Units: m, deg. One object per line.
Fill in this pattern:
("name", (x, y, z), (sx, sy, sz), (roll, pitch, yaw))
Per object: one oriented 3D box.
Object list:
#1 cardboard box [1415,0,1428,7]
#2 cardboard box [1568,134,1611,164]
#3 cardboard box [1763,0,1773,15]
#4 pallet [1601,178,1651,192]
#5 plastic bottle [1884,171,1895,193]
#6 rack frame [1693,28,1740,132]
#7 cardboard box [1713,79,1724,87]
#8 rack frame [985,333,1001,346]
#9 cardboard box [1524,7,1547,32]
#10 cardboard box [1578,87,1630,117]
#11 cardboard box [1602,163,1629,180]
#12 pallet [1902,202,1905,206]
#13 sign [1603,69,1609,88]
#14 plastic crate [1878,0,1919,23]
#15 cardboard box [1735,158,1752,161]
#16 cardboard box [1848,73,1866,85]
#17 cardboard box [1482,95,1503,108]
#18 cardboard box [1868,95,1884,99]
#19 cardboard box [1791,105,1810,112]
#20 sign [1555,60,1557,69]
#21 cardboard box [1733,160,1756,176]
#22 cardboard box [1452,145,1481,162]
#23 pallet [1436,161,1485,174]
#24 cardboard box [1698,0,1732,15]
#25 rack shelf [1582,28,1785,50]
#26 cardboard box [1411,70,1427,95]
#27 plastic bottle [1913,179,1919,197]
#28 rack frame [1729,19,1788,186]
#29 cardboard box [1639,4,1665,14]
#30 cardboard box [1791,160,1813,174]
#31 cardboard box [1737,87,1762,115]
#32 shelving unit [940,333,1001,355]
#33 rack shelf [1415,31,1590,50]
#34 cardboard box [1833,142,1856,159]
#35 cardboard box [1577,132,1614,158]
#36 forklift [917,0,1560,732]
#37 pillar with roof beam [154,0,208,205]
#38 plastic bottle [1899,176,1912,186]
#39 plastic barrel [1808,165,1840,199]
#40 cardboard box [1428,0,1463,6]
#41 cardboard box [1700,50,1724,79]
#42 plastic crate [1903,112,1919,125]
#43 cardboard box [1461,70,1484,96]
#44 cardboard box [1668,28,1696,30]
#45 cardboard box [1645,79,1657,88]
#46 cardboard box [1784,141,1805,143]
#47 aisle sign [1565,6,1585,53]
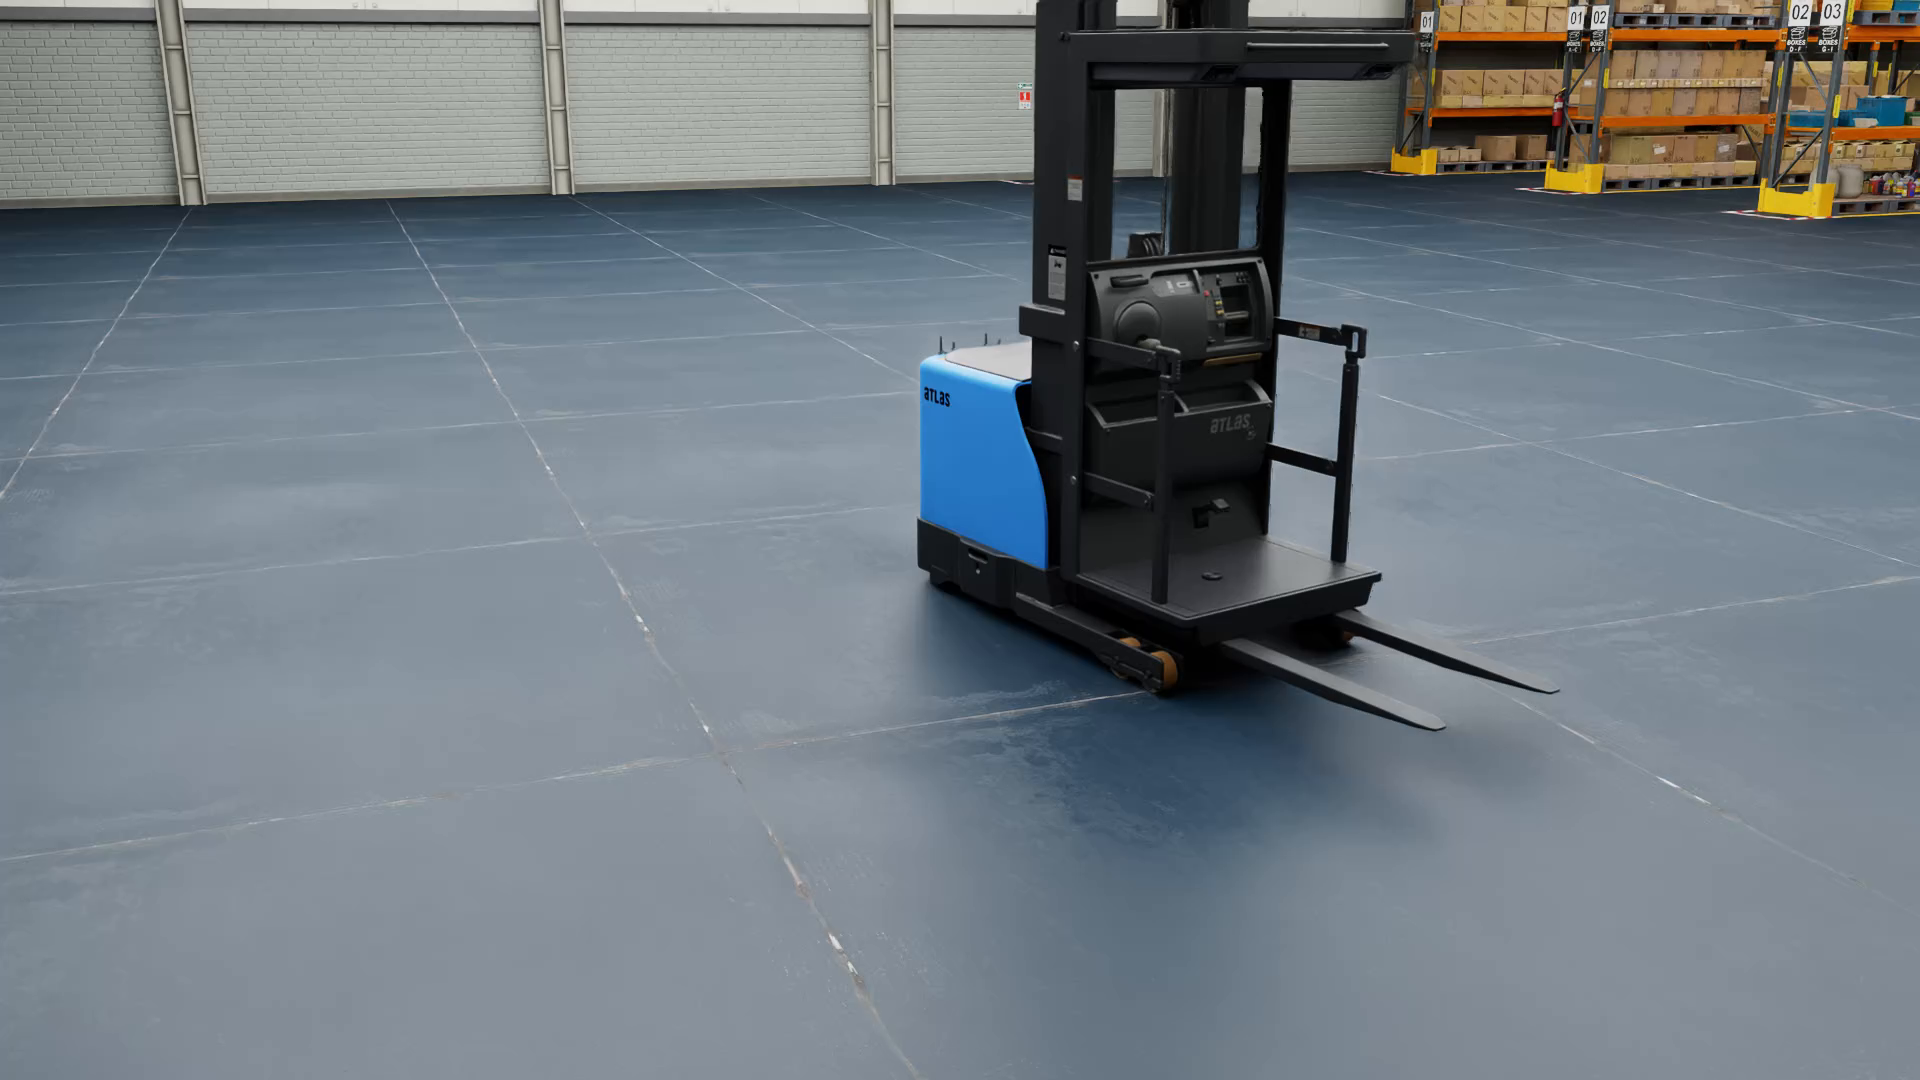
("cardboard box", (9.706, -11.204, 34.118), (0.500, 0.500, 0.500), (-5, 17, -18))
("cardboard box", (11.567, -7.187, 30.552), (0.500, 0.500, 0.500), (-6, 17, -20))
("cardboard box", (17.775, -11.752, 37.011), (0.500, 0.500, 0.700), (-7, 18, -23))
("pallet", (11.872, -6.563, 30.572), (1.213, 0.211, 1.003), (-6, 17, -20))
("plastic bottle", (15.028, -5.799, 26.944), (0.185, 0.351, 0.144), (-5, 17, -18))
("rack frame", (16.867, -9.922, 37.062), (0.127, 3.000, 1.000), (-6, 17, -20))
("cardboard box", (13.780, -8.389, 30.513), (0.250, 0.149, 0.380), (-6, 17, -20))
("rack frame", (0.164, -0.521, 8.511), (0.008, 1.050, 0.200), (-6, 17, -20))
("cardboard box", (11.768, -10.786, 34.468), (0.500, 0.500, 0.500), (-7, 18, -22))
("cardboard box", (11.613, -7.904, 30.013), (0.500, 0.500, 0.700), (-6, 17, -20))
("cardboard box", (11.753, -6.690, 30.192), (0.500, 0.250, 0.500), (-6, 17, -20))
("pallet", (16.035, -5.517, 27.012), (1.213, 0.211, 1.003), (-6, 17, -20))
("sign", (11.366, -8.119, 29.246), (0.005, 0.325, 0.100), (-6, 17, -20))
("plastic crate", (14.615, -8.212, 25.943), (0.575, 0.384, 0.392), (-6, 17, -20))
("cardboard box", (15.192, -7.216, 31.982), (0.500, 0.250, 0.500), (-6, 18, -21))
("cardboard box", (20.262, -10.413, 37.992), (0.500, 0.500, 0.500), (-6, 18, -21))
("cardboard box", (10.924, -9.125, 34.578), (0.500, 0.250, 0.500), (-6, 18, -21))
("cardboard box", (17.739, -8.537, 32.504), (0.500, 0.311, 0.500), (-6, 18, -21))
("cardboard box", (15.809, -8.131, 31.408), (0.250, 0.149, 0.380), (-6, 17, -20))
("sign", (12.930, -10.220, 36.022), (0.005, 0.325, 0.100), (-6, 17, -20))
("cardboard box", (14.553, -6.994, 31.225), (0.500, 0.250, 0.500), (-6, 17, -20))
("cardboard box", (10.608, -8.140, 34.985), (0.500, 0.311, 0.500), (-5, 17, -15))
("pallet", (10.239, -7.858, 34.982), (1.213, 0.211, 1.003), (-6, 17, -20))
("cardboard box", (13.839, -9.845, 30.641), (0.500, 0.311, 0.500), (-7, 18, -23))
("rack shelf", (13.041, -9.108, 30.244), (4.000, 0.370, 1.077), (-6, 17, -20))
("cardboard box", (9.761, -9.516, 34.581), (0.500, 0.500, 0.500), (-6, 18, -21))
("plastic bottle", (15.066, -5.546, 26.223), (0.097, 0.271, 0.097), (0, 16, 0))
("rack frame", (14.908, -8.216, 31.252), (0.127, 3.000, 1.000), (-6, 17, -20))
("cardboard box", (12.335, -9.472, 29.659), (0.250, 0.149, 0.380), (-6, 17, -20))
("cardboard box", (15.851, -7.125, 31.671), (0.500, 0.250, 0.500), (-6, 17, -19))
("cardboard box", (14.496, -8.217, 31.080), (0.500, 0.500, 0.700), (-7, 18, -22))
("shelving unit", (0.050, -0.509, 8.469), (0.252, 1.050, 0.215), (-6, 17, -20))
("rack shelf", (11.265, -10.411, 34.681), (4.000, 0.370, 1.077), (-6, 17, -20))
("cardboard box", (16.818, -7.499, 31.949), (0.500, 0.311, 0.500), (-6, 17, -19))
("cardboard box", (13.813, -8.609, 36.247), (0.500, 0.500, 0.700), (-6, 17, -18))
("forklift", (1.037, -0.956, 6.652), (1.130, 2.935, 3.031), (-11, 20, -32))
("pillar with roof beam", (-11.129, -8.740, 22.389), (0.400, 9.000, 9.100), (-6, 17, -20))
("plastic bottle", (15.278, -5.746, 26.894), (0.135, 0.276, 0.152), (-6, 17, -20))
("plastic barrel", (13.529, -5.603, 26.025), (0.421, 0.512, 0.421), (0, 16, 0))
("cardboard box", (9.844, -11.067, 33.650), (0.500, 0.500, 0.500), (-8, 18, -24))
("cardboard box", (13.557, -8.738, 30.551), (0.500, 0.500, 0.700), (-6, 17, -20))
("plastic crate", (15.308, -6.748, 26.629), (0.662, 0.188, 0.450), (-6, 17, -20))
("cardboard box", (10.415, -9.429, 34.284), (0.500, 0.500, 0.500), (-6, 17, -20))
("cardboard box", (15.624, -11.314, 36.260), (0.637, 0.503, 0.797), (-4, 17, -12))
("cardboard box", (12.332, -8.232, 29.977), (0.250, 0.149, 0.380), (-6, 18, -21))
("cardboard box", (16.134, -7.587, 32.251), (0.500, 0.311, 0.500), (-6, 17, -20))
("aisle sign", (11.007, -9.130, 29.753), (0.004, 0.787, 0.394), (-6, 17, -20))
